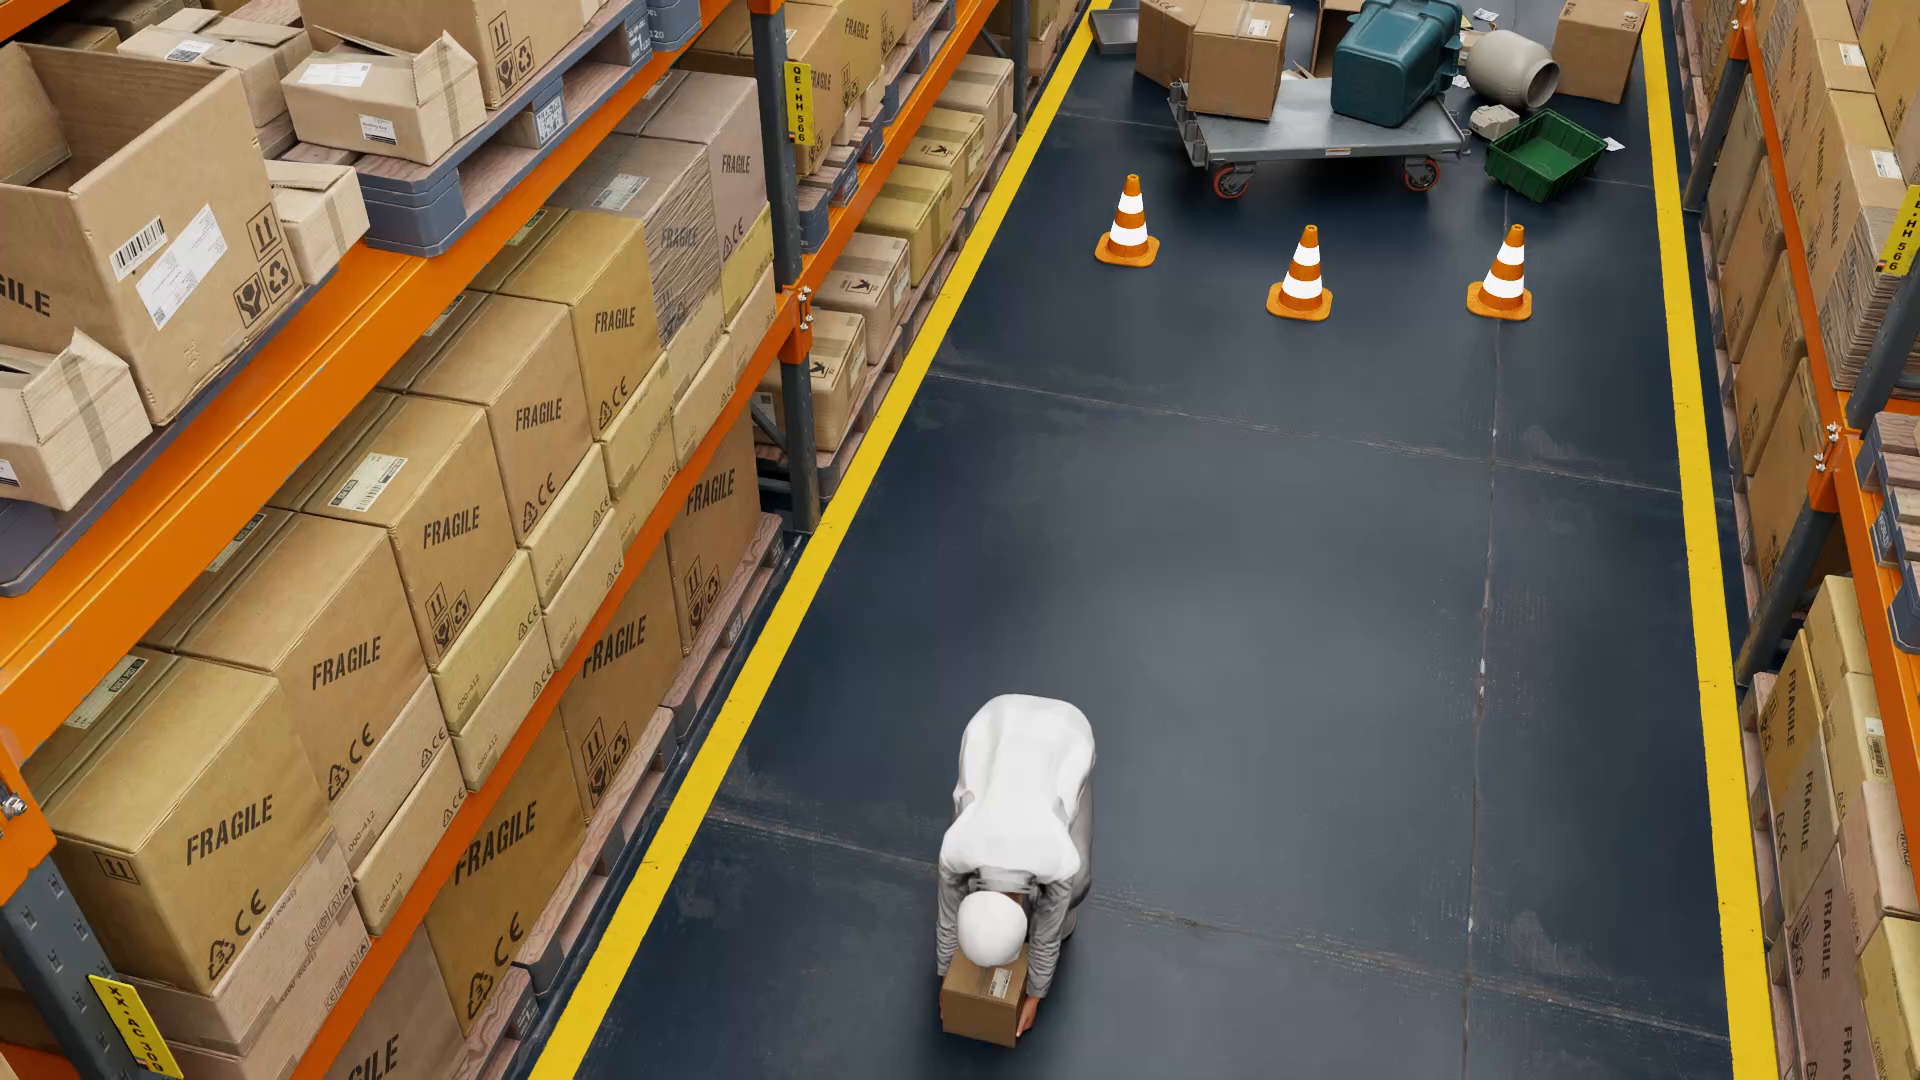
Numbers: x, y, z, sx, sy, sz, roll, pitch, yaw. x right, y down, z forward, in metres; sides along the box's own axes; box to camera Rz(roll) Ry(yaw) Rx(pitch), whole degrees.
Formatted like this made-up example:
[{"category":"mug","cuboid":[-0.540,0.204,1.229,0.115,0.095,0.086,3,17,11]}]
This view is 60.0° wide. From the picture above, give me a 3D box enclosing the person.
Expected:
[{"category":"person","cuboid":[0.183,1.090,5.565,0.520,0.896,1.004,8,41,10]}]
